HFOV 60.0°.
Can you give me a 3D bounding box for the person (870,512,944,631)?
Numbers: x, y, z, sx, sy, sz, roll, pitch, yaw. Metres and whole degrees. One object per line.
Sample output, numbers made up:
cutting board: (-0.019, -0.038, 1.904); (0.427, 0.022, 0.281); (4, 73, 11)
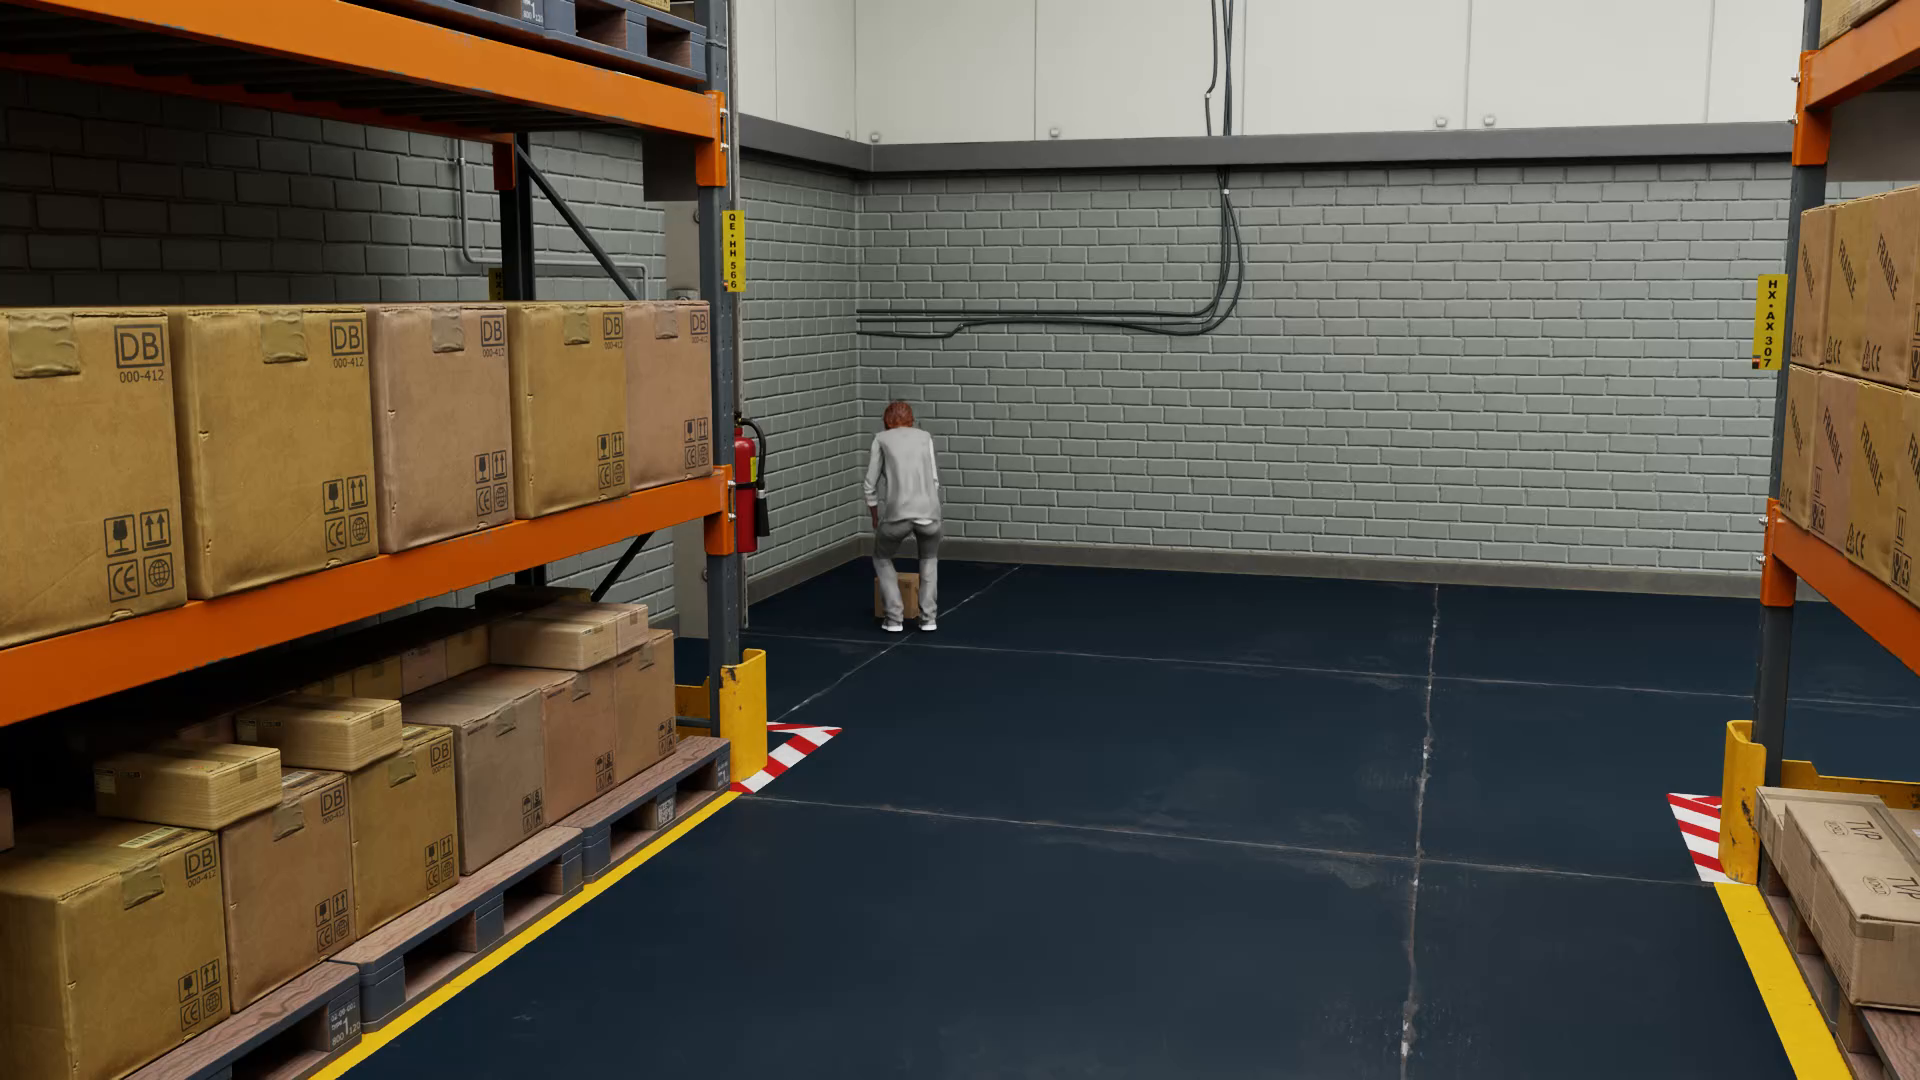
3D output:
person: (-0.337, 0.194, 10.218); (0.425, 0.767, 0.894); (-2, 9, -11)
